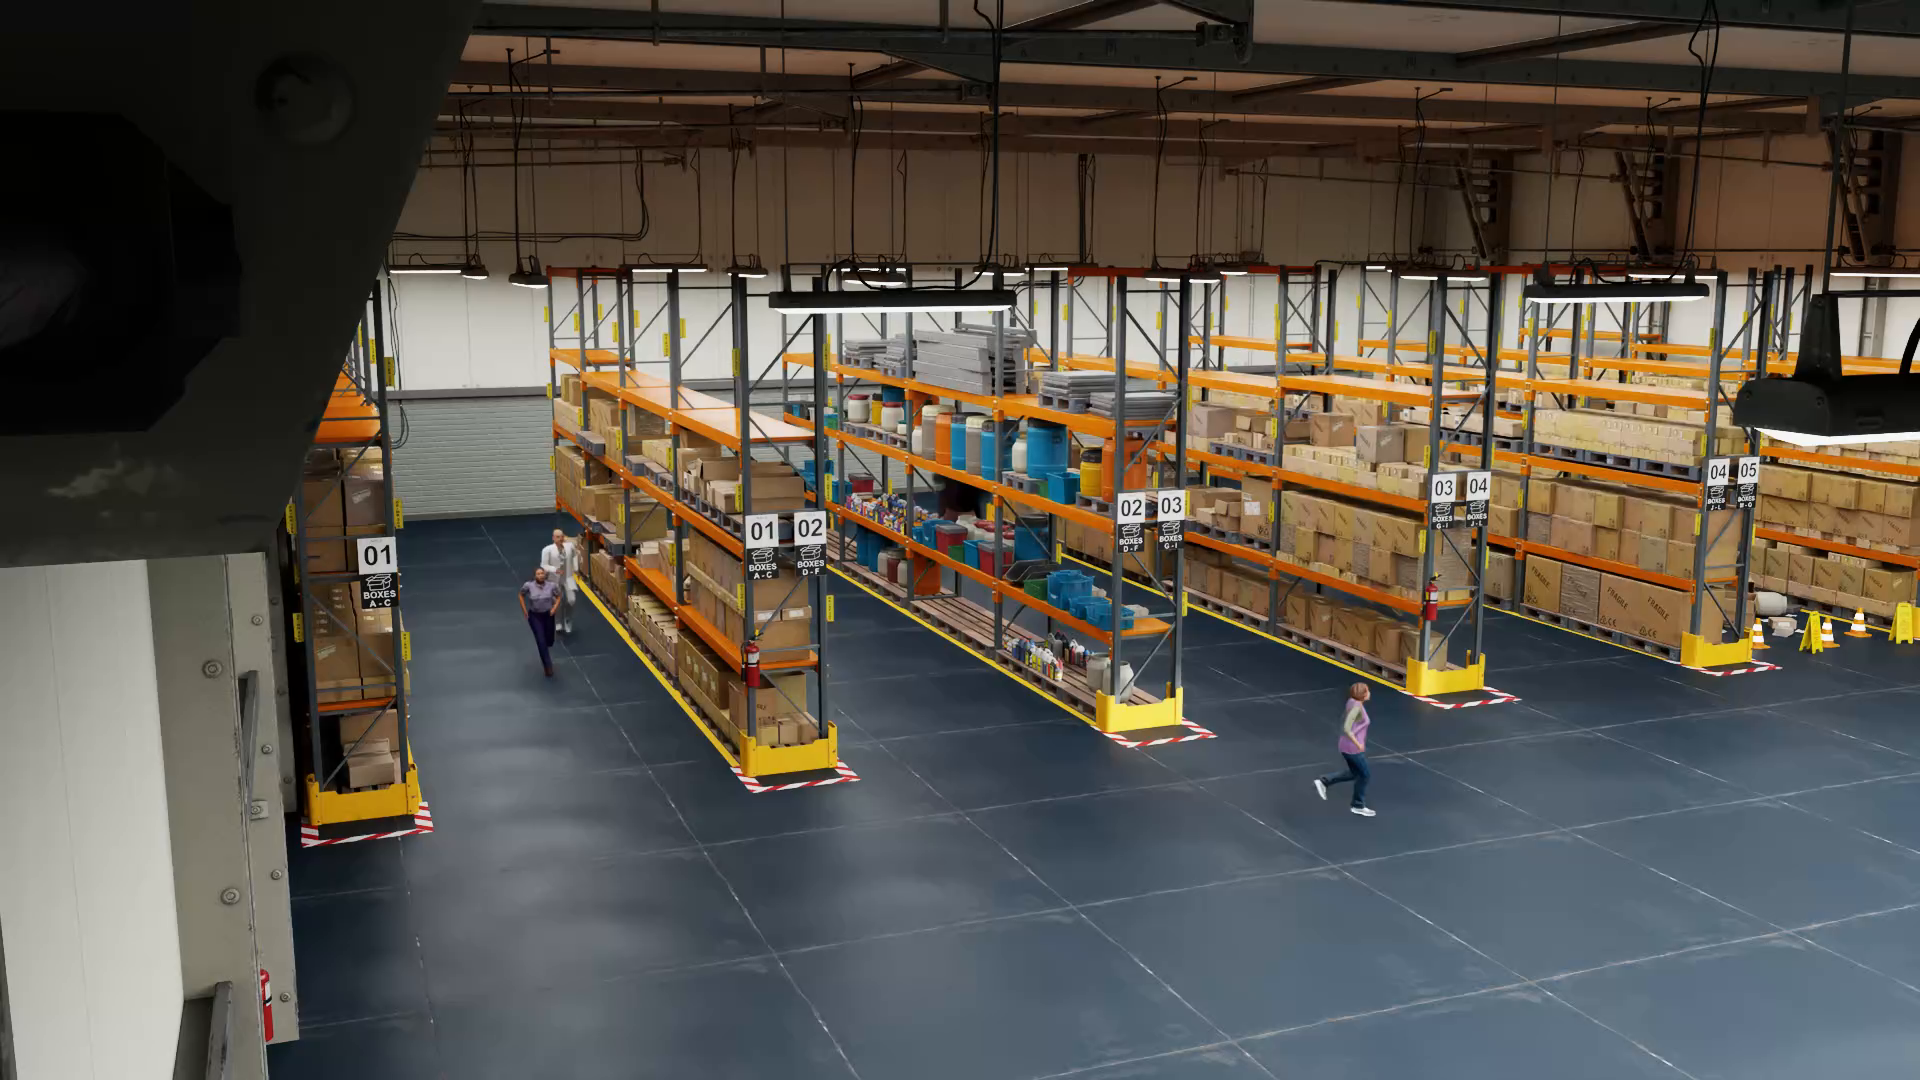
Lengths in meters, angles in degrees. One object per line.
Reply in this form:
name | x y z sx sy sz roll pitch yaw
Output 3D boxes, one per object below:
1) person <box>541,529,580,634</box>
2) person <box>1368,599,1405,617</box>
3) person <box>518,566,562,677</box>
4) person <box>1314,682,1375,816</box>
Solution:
person | -6.603 0.699 27.562 0.672 1.771 0.838 -5 11 -25
person | 7.525 0.483 29.235 0.636 1.712 0.849 -6 12 -32
person | -6.347 1.190 25.217 0.630 1.644 0.895 -4 11 -23
person | 4.357 2.357 18.714 0.695 1.576 0.559 2 10 9
